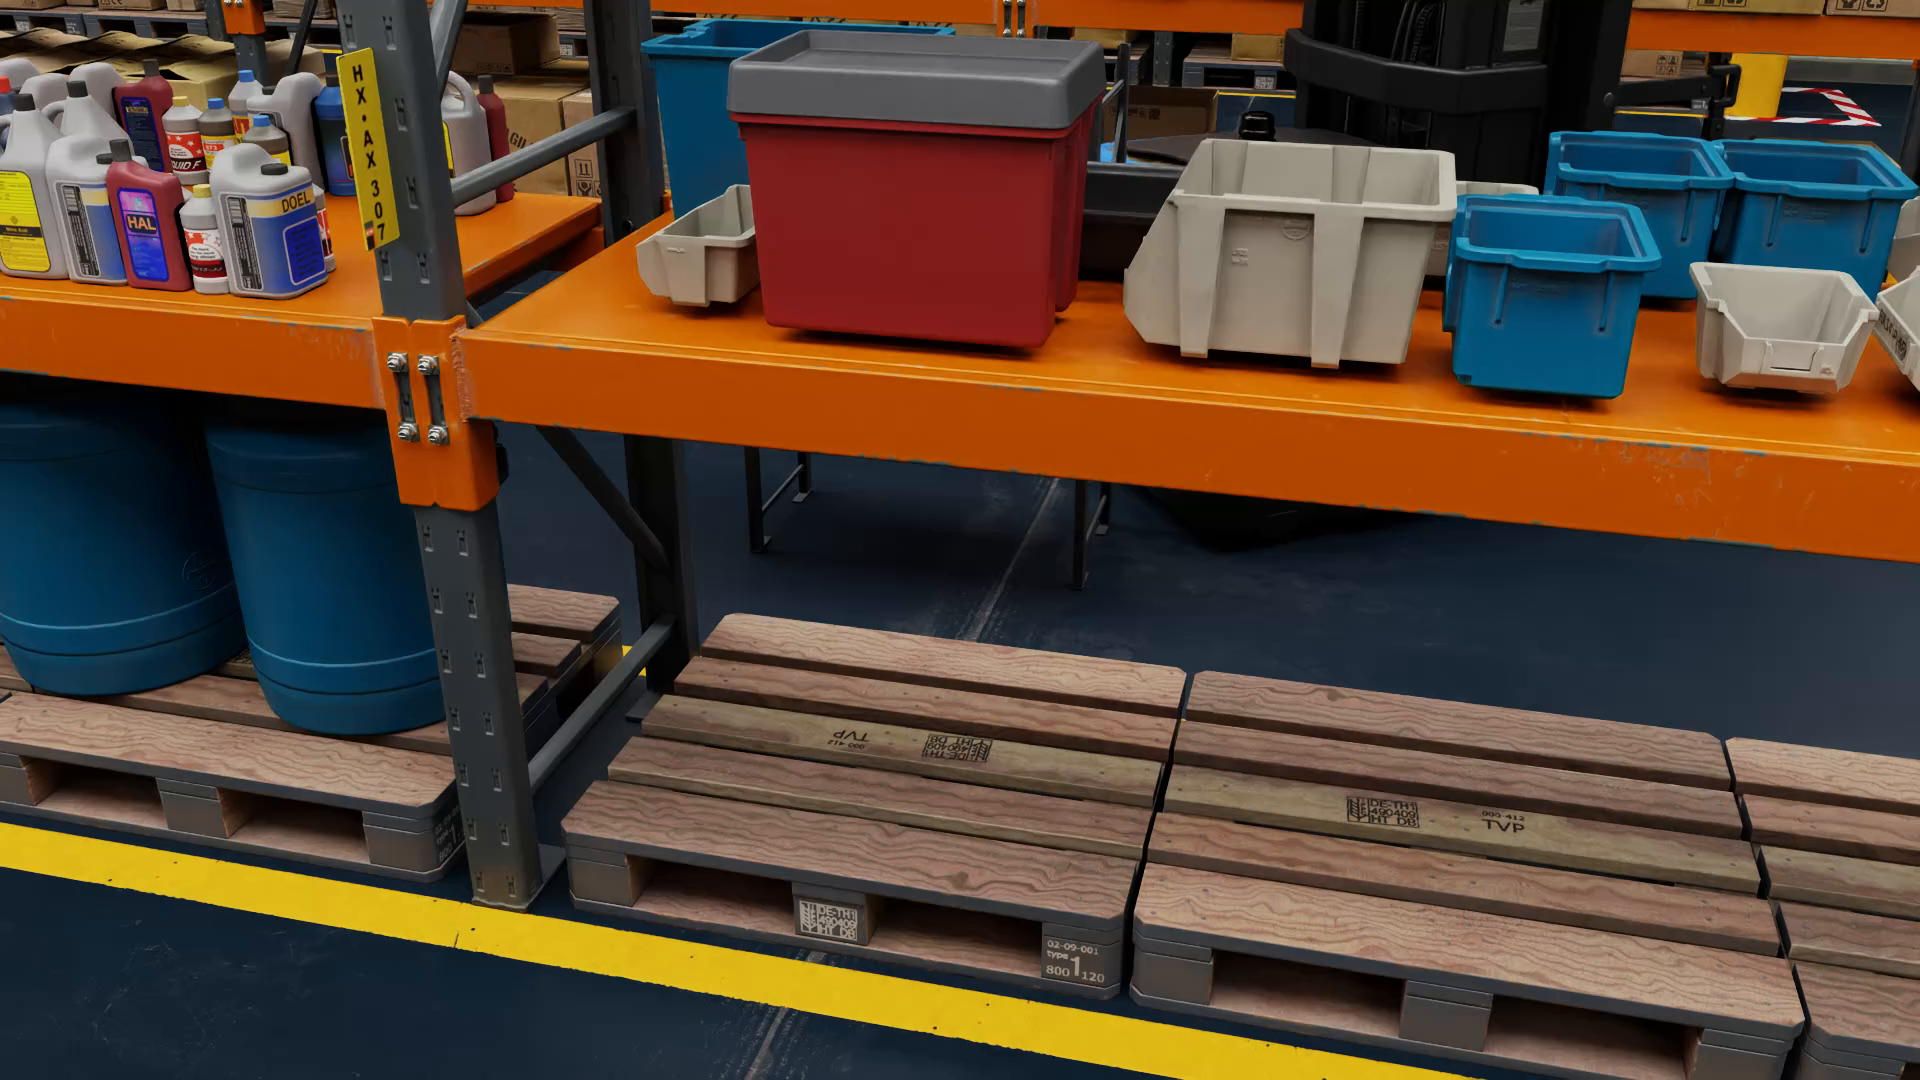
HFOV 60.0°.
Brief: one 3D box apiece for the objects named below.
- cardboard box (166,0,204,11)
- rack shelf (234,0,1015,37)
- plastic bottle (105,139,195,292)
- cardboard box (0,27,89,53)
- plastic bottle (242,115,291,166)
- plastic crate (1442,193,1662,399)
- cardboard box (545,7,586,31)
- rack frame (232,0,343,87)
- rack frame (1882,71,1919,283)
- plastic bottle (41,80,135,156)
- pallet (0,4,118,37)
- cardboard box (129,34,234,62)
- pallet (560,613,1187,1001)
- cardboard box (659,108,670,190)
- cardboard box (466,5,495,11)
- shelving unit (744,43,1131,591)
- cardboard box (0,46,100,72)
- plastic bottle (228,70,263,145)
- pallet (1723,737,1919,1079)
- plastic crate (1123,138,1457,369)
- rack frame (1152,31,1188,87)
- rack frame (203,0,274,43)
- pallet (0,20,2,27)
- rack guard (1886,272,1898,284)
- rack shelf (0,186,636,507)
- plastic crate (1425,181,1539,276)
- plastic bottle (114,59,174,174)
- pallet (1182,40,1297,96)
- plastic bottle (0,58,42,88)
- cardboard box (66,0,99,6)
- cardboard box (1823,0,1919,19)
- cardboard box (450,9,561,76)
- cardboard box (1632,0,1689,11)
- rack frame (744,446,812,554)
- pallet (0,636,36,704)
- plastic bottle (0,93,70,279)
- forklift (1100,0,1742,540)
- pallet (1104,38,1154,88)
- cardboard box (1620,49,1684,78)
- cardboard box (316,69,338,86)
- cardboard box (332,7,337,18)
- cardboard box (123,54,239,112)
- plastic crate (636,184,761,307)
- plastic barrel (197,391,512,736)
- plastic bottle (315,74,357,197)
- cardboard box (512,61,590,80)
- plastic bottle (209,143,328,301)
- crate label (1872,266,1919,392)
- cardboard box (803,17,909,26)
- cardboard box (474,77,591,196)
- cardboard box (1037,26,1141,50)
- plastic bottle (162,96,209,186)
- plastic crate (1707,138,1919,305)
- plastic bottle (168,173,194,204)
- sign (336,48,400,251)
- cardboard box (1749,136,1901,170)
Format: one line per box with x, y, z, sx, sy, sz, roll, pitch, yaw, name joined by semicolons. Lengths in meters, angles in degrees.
-6.673;-4.712;14.441;0.250;0.166;0.380;3;26;6;cardboard box
-1.567;-2.718;8.306;4.000;0.370;1.077;6;26;13;rack shelf
-1.565;-0.627;3.214;0.133;0.283;0.061;6;26;13;plastic bottle
-5.440;-2.799;9.698;0.500;0.311;0.500;6;26;12;cardboard box
-1.588;-0.870;3.820;0.097;0.201;0.097;0;25;0;plastic bottle
0.954;-0.403;2.732;0.300;0.233;0.416;6;26;13;plastic crate
-2.984;-4.445;13.492;0.500;0.500;0.700;7;26;14;cardboard box
-3.504;-3.257;8.601;0.127;3.000;1.000;6;26;13;rack frame
4.244;-2.400;6.802;0.127;3.000;1.000;6;26;13;rack frame
-1.803;-0.767;3.428;0.185;0.351;0.144;6;26;13;plastic bottle
-7.992;-4.675;14.825;1.213;0.211;1.003;6;26;13;pallet
-4.449;-2.689;9.466;0.500;0.311;0.500;6;26;12;cardboard box
-0.145;0.555;3.839;1.213;0.211;1.003;6;26;13;pallet
-1.141;-1.942;8.236;0.500;0.500;0.500;7;26;14;cardboard box
-3.942;-4.590;13.797;0.500;0.500;0.700;6;26;13;cardboard box
-0.083;-0.686;4.947;1.048;1.500;0.538;6;26;13;shelving unit
-5.066;-2.520;9.111;0.500;0.311;0.500;6;26;13;cardboard box
-1.680;-0.980;3.968;0.097;0.271;0.097;0;25;0;plastic bottle
2.218;0.816;3.290;1.213;0.211;1.003;6;26;13;pallet
0.566;-0.500;2.879;0.530;0.282;0.437;6;26;13;plastic crate
1.600;-4.891;12.034;0.127;3.000;1.000;6;26;13;rack frame
-6.148;-5.747;13.833;0.127;3.000;1.000;6;26;13;rack frame
-9.170;-4.807;15.101;1.213;0.211;1.003;6;26;13;pallet
4.171;-1.280;7.356;0.348;0.500;1.175;6;26;13;rack guard
-2.804;-0.656;3.975;4.000;0.370;1.077;6;26;13;rack shelf
0.894;-0.613;3.286;0.466;0.136;0.293;6;26;13;plastic crate
-1.976;-1.026;4.051;0.133;0.283;0.061;6;26;13;plastic bottle
2.317;-3.518;12.394;1.213;0.211;1.003;6;26;13;pallet
-2.342;-1.043;4.095;0.135;0.276;0.152;6;26;13;plastic bottle
-7.692;-4.838;14.728;0.250;0.149;0.380;4;26;9;cardboard box
3.743;-2.380;6.643;0.500;0.500;0.500;7;26;15;cardboard box
-2.484;-2.658;8.868;0.500;0.250;0.500;7;26;15;cardboard box
2.757;-2.490;6.874;0.500;0.500;0.500;7;26;13;cardboard box
-0.575;-0.741;5.061;0.032;1.500;0.500;6;26;13;rack frame
-2.789;0.263;4.453;1.213;0.211;1.003;6;26;13;pallet
-1.839;-0.706;3.302;0.185;0.351;0.144;6;26;13;plastic bottle
1.953;-1.726;5.465;3.031;2.935;1.130;-10;27;-21;forklift
0.834;-3.683;12.741;1.213;0.211;1.003;6;26;13;pallet
4.771;-3.557;11.651;0.500;0.500;0.700;6;26;13;cardboard box
-3.134;-2.159;8.691;0.500;0.500;0.500;7;26;15;cardboard box
-4.918;-4.711;14.052;0.500;0.500;0.700;6;26;12;cardboard box
-4.072;-2.411;8.883;0.500;0.311;0.500;7;26;14;cardboard box
-0.452;-0.565;3.185;0.243;0.136;0.396;6;26;13;plastic crate
-1.390;-0.074;3.869;0.708;0.901;0.600;6;26;13;plastic barrel
-1.456;-0.955;3.916;0.097;0.271;0.097;0;25;0;plastic bottle
-2.038;-2.269;8.922;0.500;0.500;0.500;5;26;11;cardboard box
-1.329;-0.618;3.203;0.135;0.276;0.152;6;26;13;plastic bottle
1.619;-0.315;2.659;0.243;0.136;0.396;6;26;13;crate label
-0.747;-4.308;12.822;0.750;0.750;0.750;6;26;13;cardboard box
-2.141;-2.049;8.461;0.500;0.500;0.500;6;26;12;cardboard box
0.938;-4.125;12.438;0.750;0.750;0.750;7;26;14;cardboard box
-1.869;-0.969;4.027;0.097;0.201;0.097;0;25;0;plastic bottle
1.575;-0.594;3.134;0.300;0.233;0.416;6;26;13;plastic crate
-1.563;-0.625;3.305;0.097;0.201;0.097;0;25;0;plastic bottle
-1.006;-0.663;2.831;0.005;0.325;0.100;6;26;13;sign
3.656;-1.426;7.151;0.500;0.500;0.500;6;26;13;cardboard box
